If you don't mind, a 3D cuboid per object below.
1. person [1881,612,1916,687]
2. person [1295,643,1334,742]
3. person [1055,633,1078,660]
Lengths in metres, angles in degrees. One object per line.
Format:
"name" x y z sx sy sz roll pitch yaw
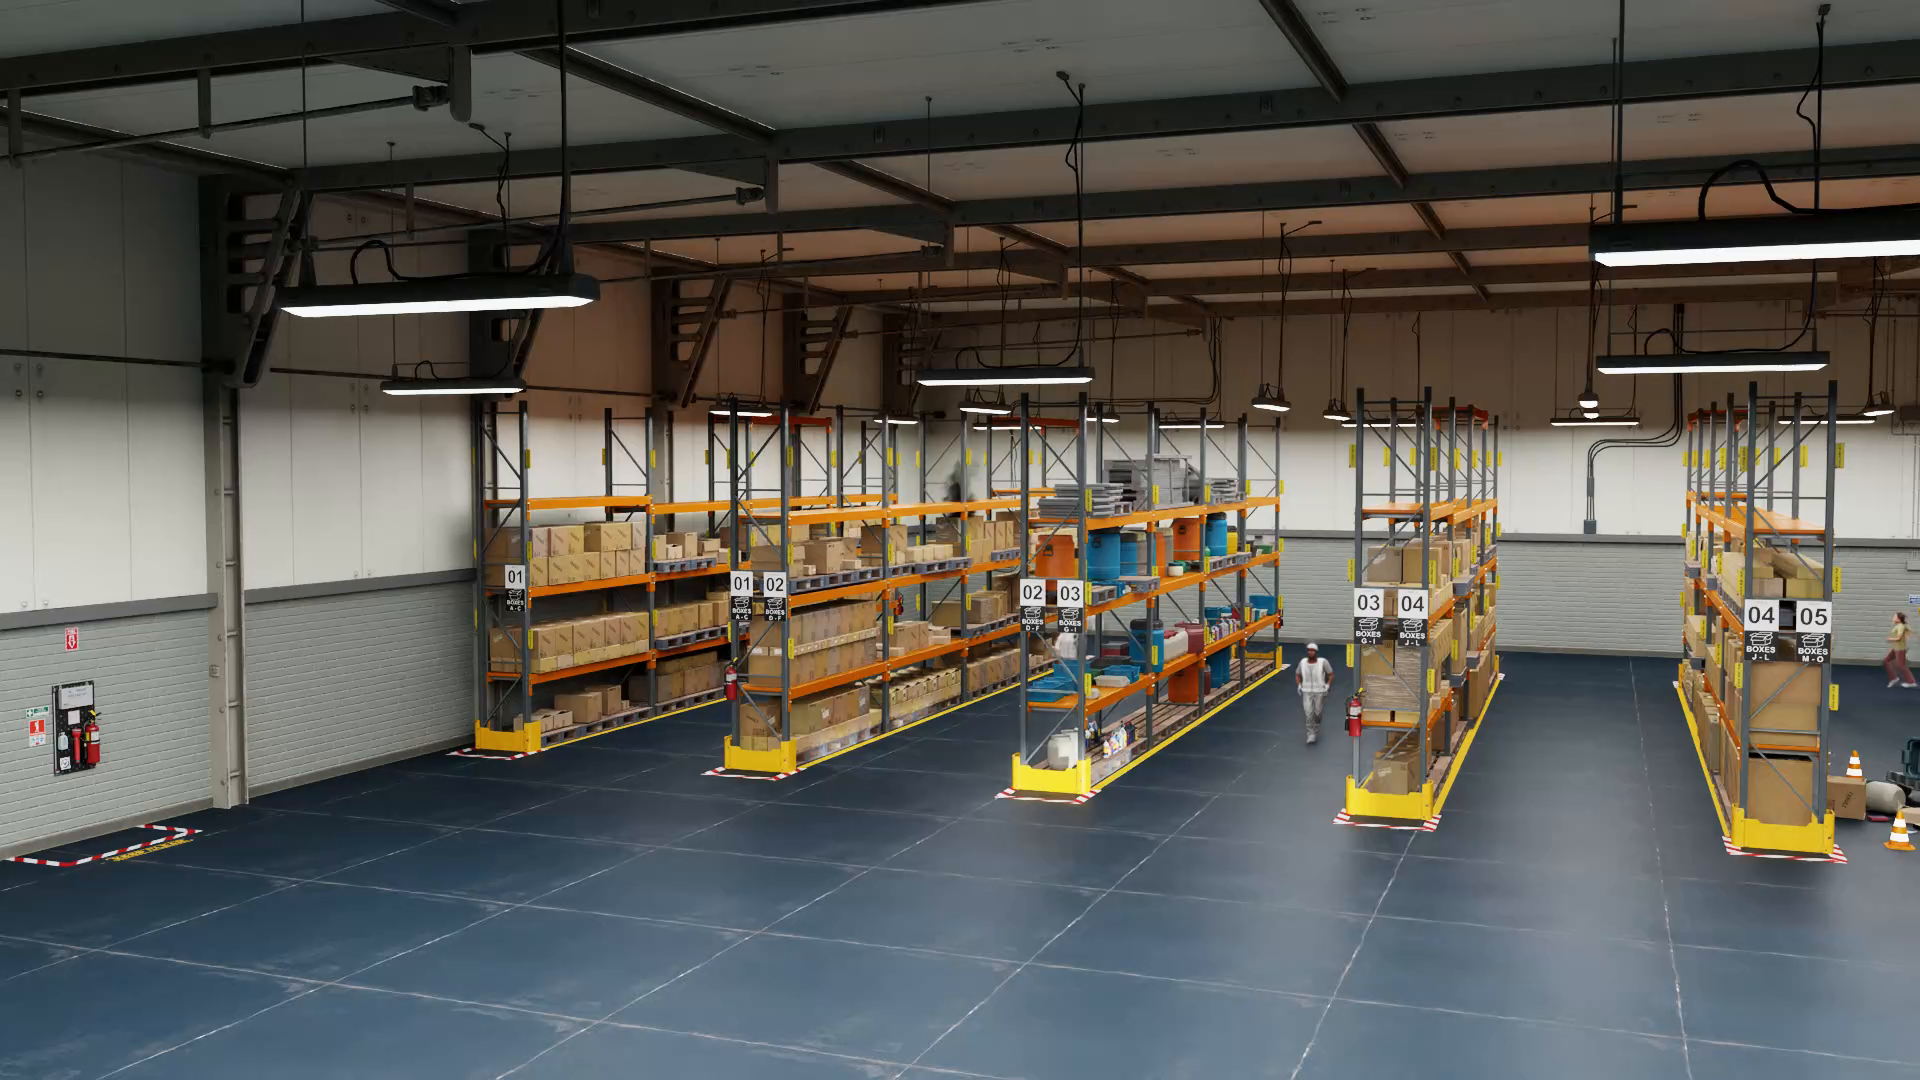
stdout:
"person" 20.477 2.415 36.207 0.670 1.683 0.574 1 3 21
"person" 6.279 2.700 29.517 0.676 1.748 0.576 1 3 22
"person" 2.269 2.447 34.516 0.627 1.636 1.046 1 3 14
